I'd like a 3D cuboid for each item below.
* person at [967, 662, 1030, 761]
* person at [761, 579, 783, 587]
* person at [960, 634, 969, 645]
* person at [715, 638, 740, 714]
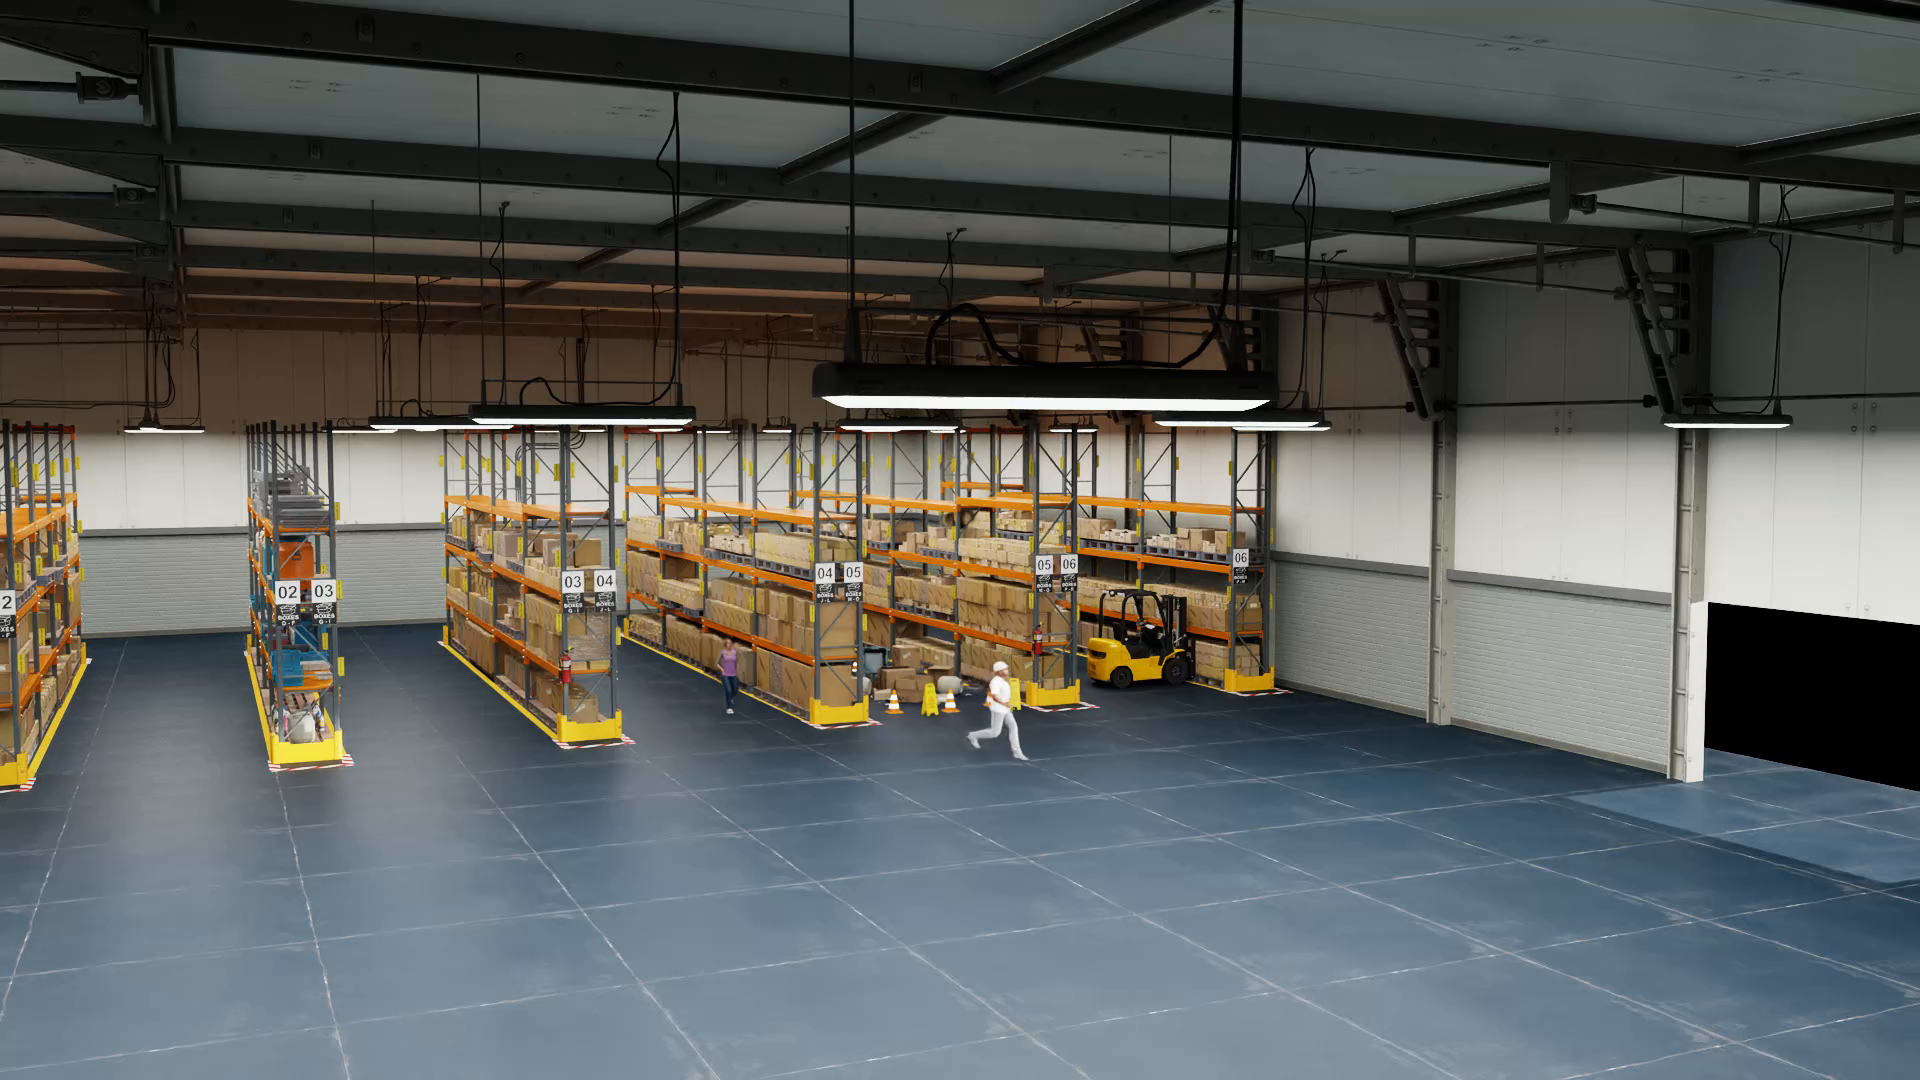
[{"bbox_3d":[0.683,3.027,29.402,1.115,1.758,0.668,1,4,18],"label":"person"},{"bbox_3d":[-5.785,1.632,51.203,0.951,1.814,0.694,-3,5,-38],"label":"person"},{"bbox_3d":[0.056,2.019,45.335,0.672,1.759,0.629,-2,4,-30],"label":"person"},{"bbox_3d":[-4.795,2.798,34.375,0.535,1.548,0.567,-2,4,-23],"label":"person"}]
